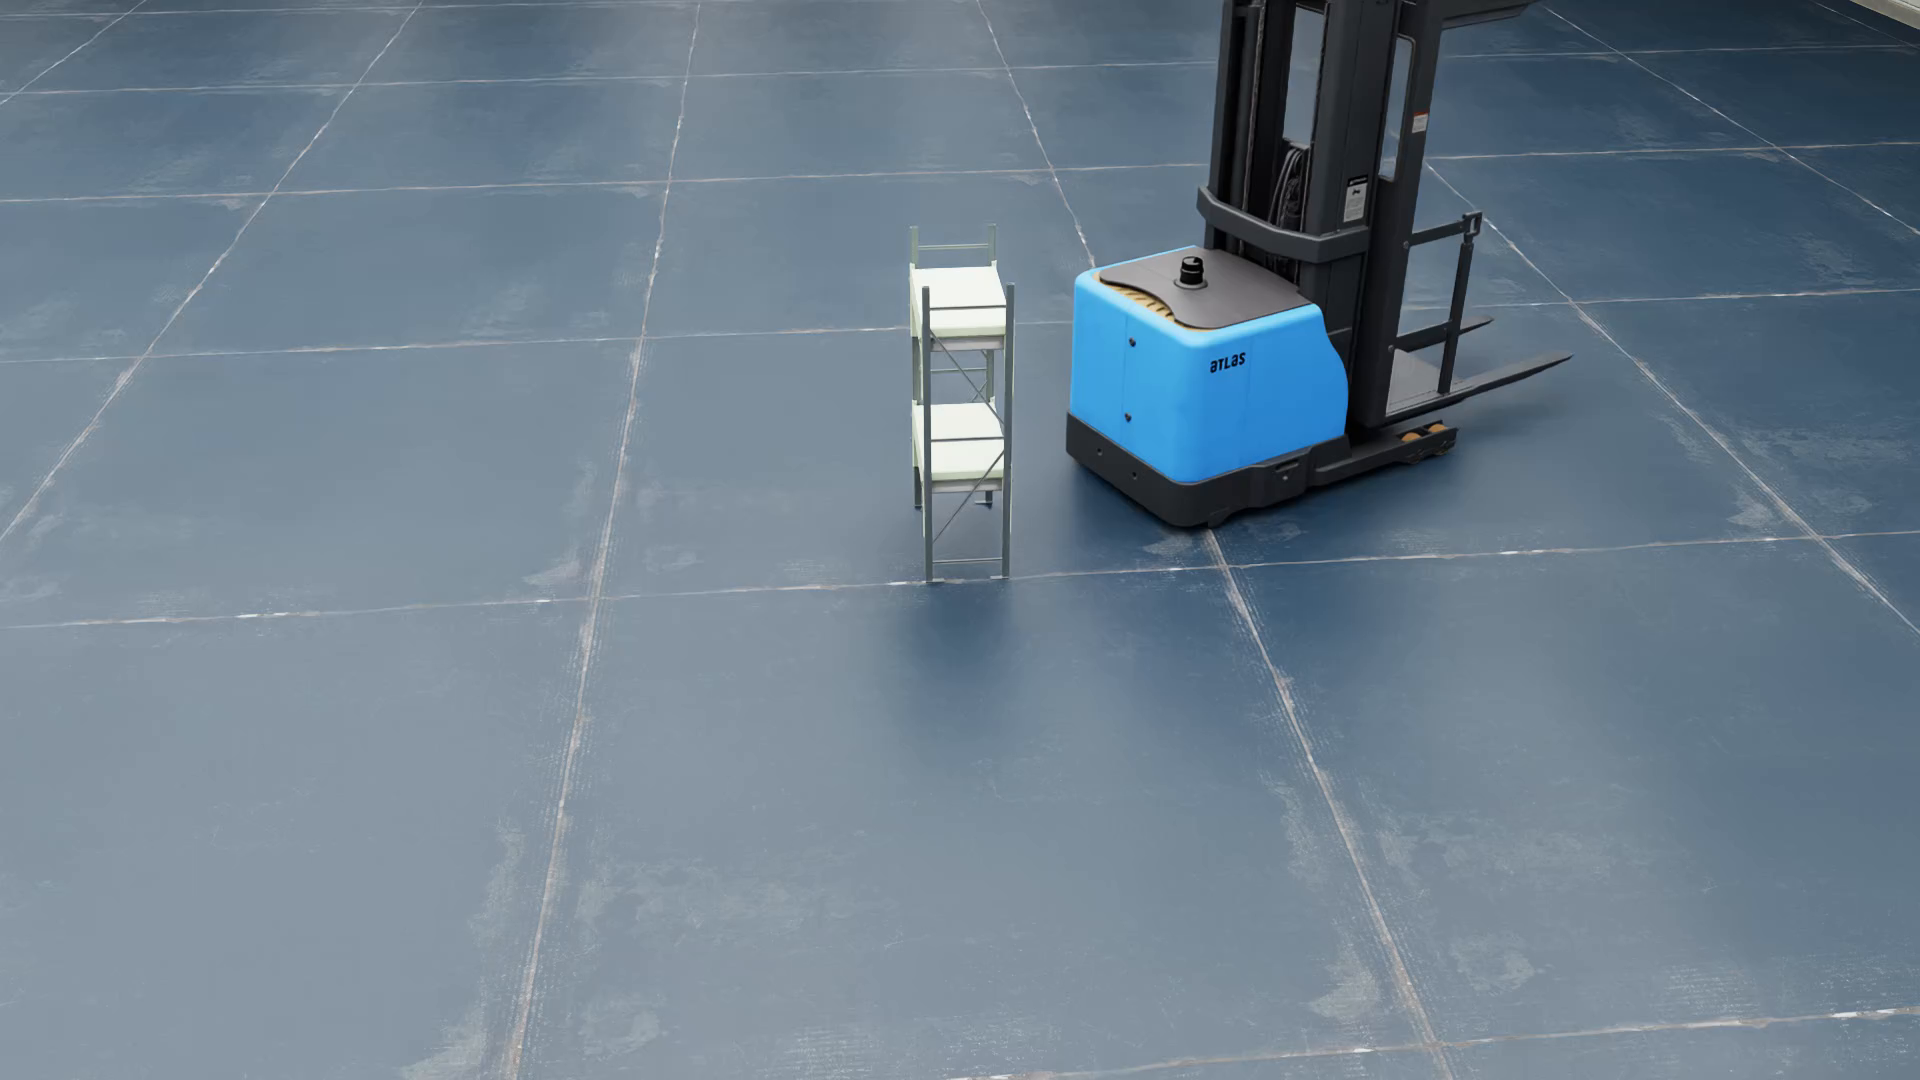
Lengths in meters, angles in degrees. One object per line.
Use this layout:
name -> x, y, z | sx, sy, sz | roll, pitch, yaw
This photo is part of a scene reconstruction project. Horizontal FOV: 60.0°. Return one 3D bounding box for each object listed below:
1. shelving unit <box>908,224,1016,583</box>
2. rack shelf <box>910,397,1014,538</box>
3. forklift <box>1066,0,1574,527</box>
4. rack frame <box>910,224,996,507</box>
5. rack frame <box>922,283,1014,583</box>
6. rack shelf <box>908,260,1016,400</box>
shelving unit -> 0.001, -0.640, 7.860 | 0.431, 1.500, 0.755 | -3, 31, -5
rack shelf -> 0.001, -0.361, 8.027 | 0.431, 0.370, 0.720 | -3, 31, -5
forklift -> 2.090, -1.878, 8.536 | 3.031, 2.935, 1.130 | -18, 35, -27
rack frame -> -0.034, -0.827, 8.173 | 0.400, 1.500, 0.023 | -3, 31, -5
rack frame -> 0.035, -0.454, 7.547 | 0.400, 1.500, 0.023 | -3, 31, -5
rack shelf -> 0.001, -0.976, 7.660 | 0.431, 0.370, 0.720 | -3, 31, -5
